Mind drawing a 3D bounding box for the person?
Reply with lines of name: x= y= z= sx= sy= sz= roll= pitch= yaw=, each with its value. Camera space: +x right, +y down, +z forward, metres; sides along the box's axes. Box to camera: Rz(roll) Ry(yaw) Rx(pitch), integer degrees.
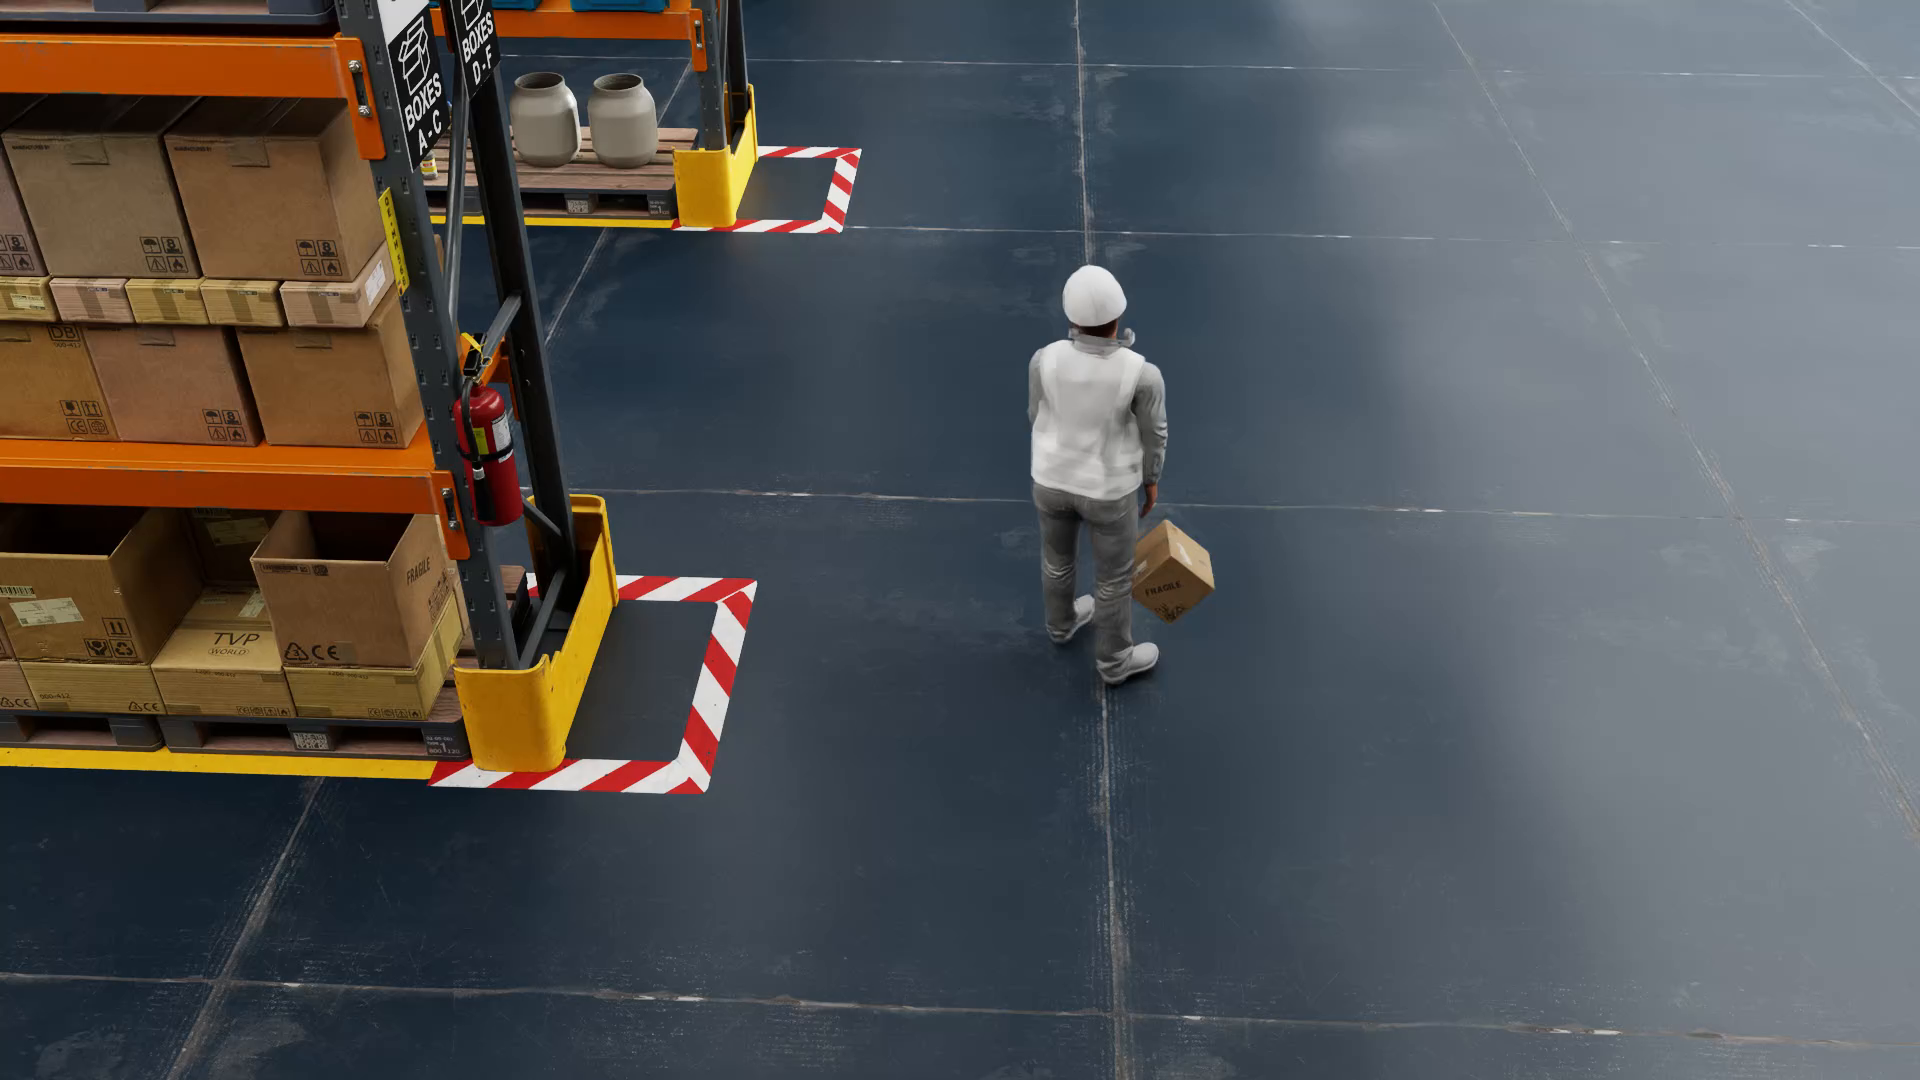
person: x=0.547 y=-0.269 z=6.460 sx=0.571 sy=1.779 sz=0.504 roll=12 pitch=37 yaw=16
